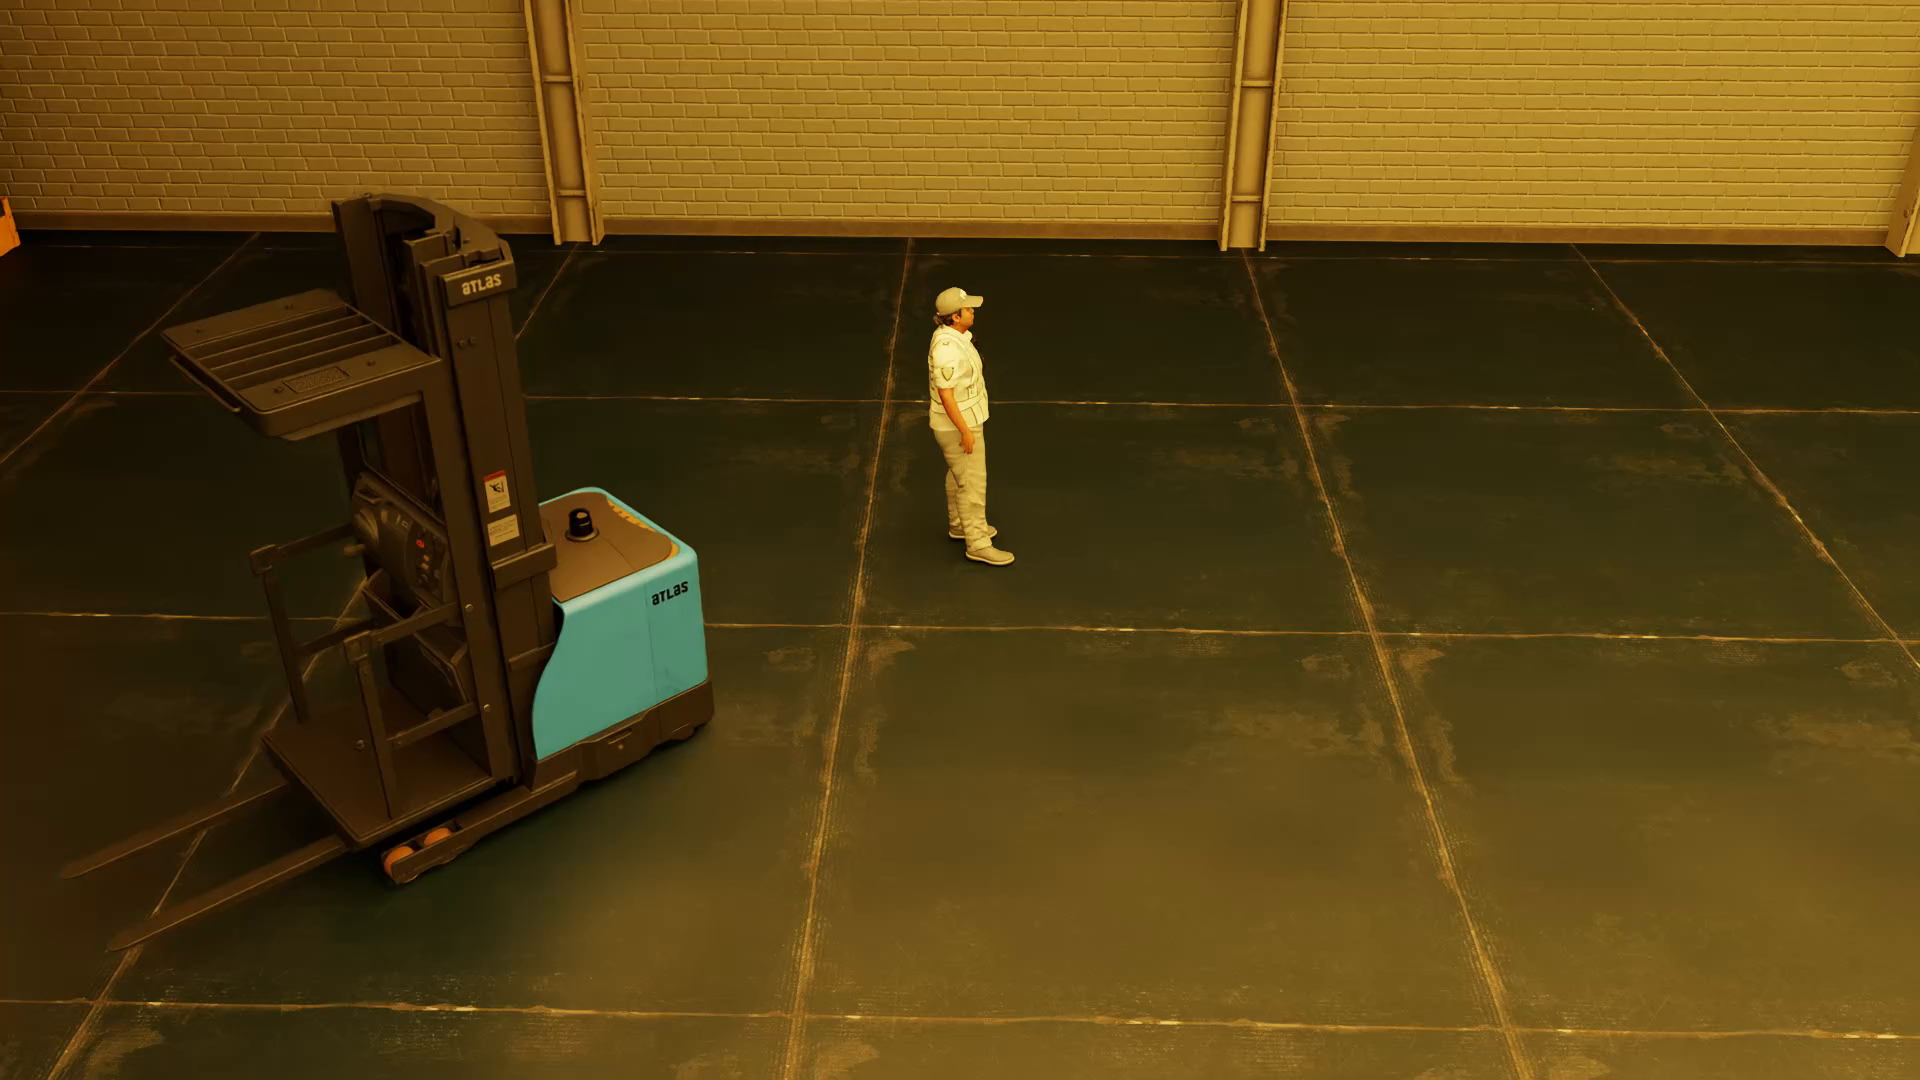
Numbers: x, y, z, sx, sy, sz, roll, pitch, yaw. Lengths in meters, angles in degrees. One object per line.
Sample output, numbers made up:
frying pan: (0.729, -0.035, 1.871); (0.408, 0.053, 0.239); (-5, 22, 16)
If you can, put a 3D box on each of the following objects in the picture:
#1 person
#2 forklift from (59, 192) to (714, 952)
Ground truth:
person: (0.076, -0.711, 10.052); (0.529, 1.670, 0.598); (1, 31, 1)
forklift: (-2.728, 0.041, 7.545); (3.031, 2.935, 1.130); (-25, 39, -36)
